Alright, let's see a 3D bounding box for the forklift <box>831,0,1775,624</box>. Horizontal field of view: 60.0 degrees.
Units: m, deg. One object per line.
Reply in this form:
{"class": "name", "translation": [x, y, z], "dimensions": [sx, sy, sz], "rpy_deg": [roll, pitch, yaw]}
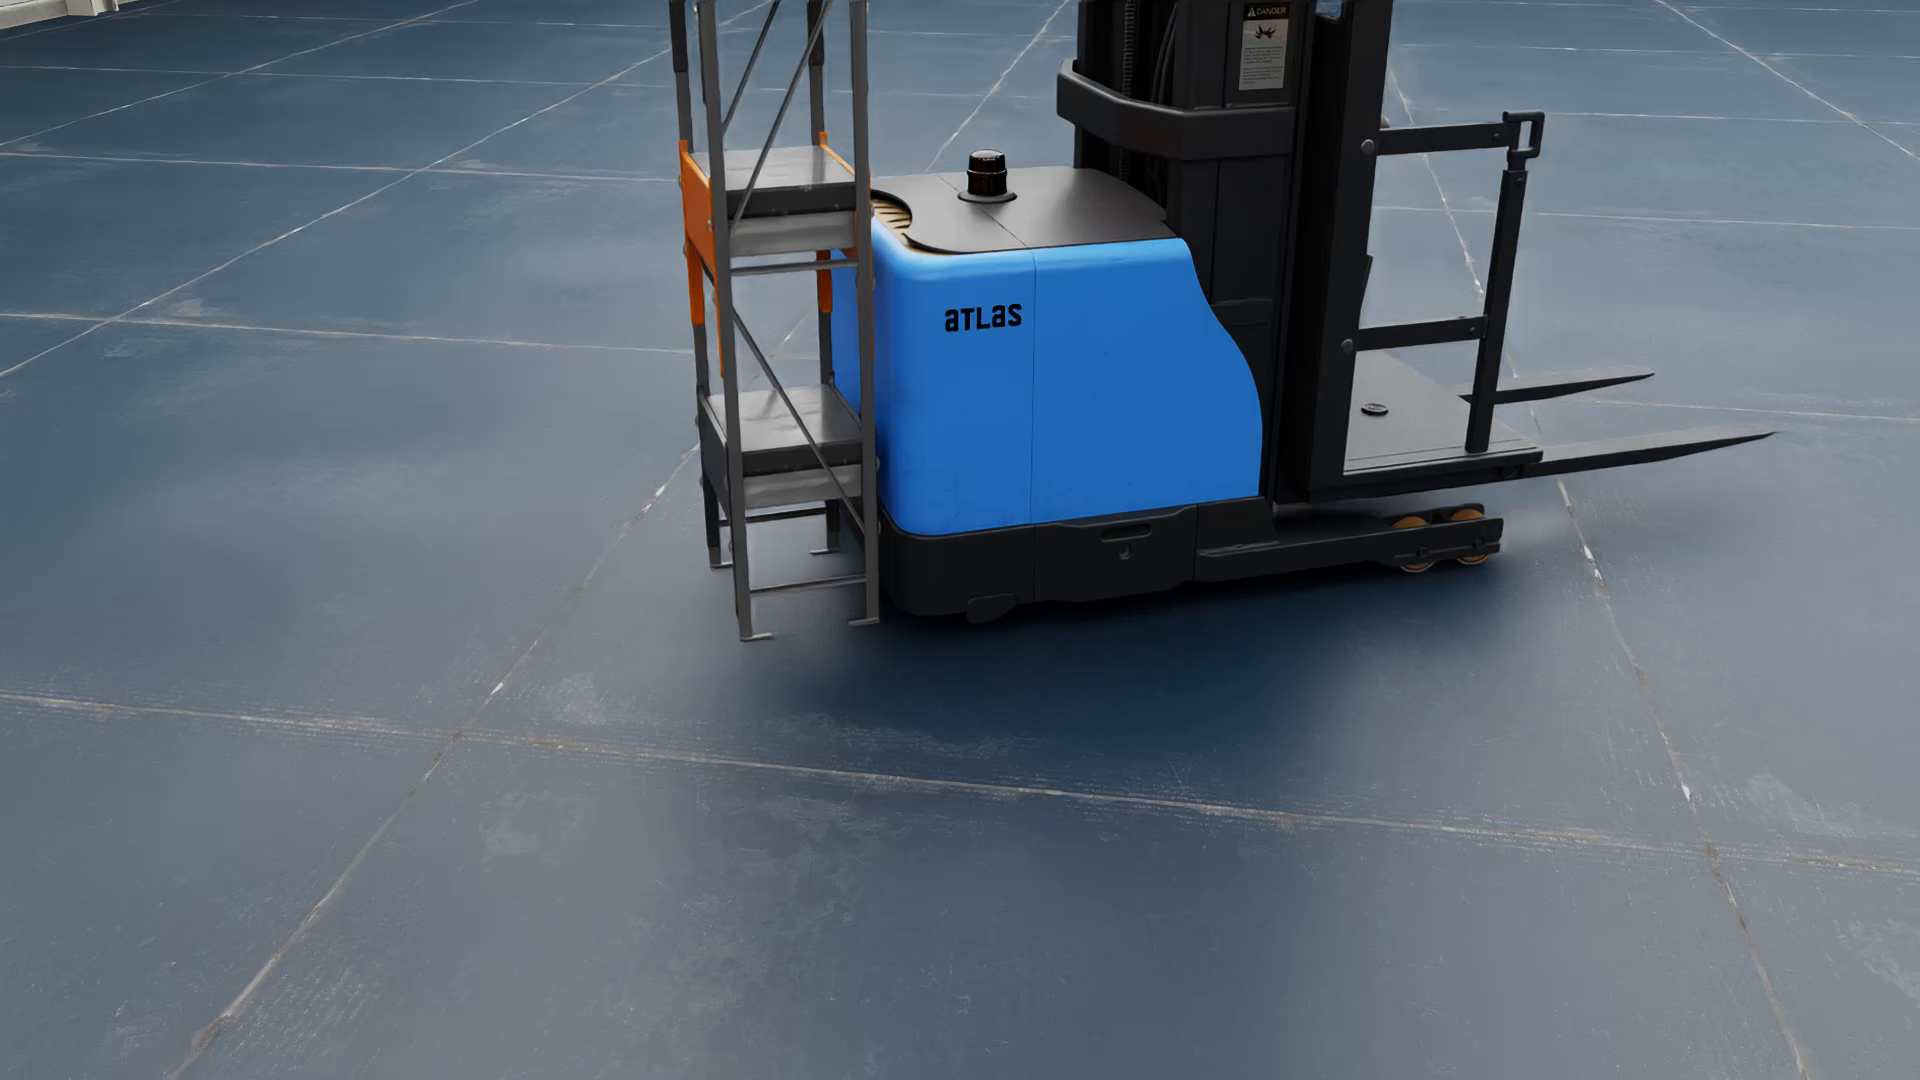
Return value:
{"class": "forklift", "translation": [1.146, -1.435, 4.858], "dimensions": [3.031, 2.935, 1.130], "rpy_deg": [-7, 26, -15]}

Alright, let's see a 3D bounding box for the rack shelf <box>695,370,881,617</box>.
{"class": "rack shelf", "translation": [-0.496, -0.144, 4.765], "dimensions": [0.431, 0.518, 0.480], "rpy_deg": [-8, 26, -16]}

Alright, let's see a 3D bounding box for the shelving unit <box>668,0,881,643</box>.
{"class": "shelving unit", "translation": [-0.496, -0.791, 4.462], "dimensions": [0.431, 2.100, 0.503], "rpy_deg": [-8, 26, -16]}

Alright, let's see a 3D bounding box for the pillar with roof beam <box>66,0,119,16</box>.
{"class": "pillar with roof beam", "translation": [-4.248, -8.944, 13.743], "dimensions": [9.100, 9.000, 0.400], "rpy_deg": [4, 25, 9]}

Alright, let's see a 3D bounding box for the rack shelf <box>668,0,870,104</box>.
{"class": "rack shelf", "translation": [-0.496, -1.412, 4.172], "dimensions": [0.431, 0.518, 0.480], "rpy_deg": [-8, 26, -16]}

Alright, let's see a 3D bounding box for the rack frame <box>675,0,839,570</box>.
{"class": "rack frame", "translation": [-0.569, -0.889, 4.673], "dimensions": [0.400, 2.100, 0.015], "rpy_deg": [-8, 26, -16]}

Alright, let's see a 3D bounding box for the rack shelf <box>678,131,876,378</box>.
{"class": "rack shelf", "translation": [-0.496, -0.778, 4.468], "dimensions": [0.431, 0.518, 0.480], "rpy_deg": [-8, 26, -16]}

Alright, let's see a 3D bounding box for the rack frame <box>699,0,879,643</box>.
{"class": "rack frame", "translation": [-0.423, -0.692, 4.252], "dimensions": [0.400, 2.100, 0.015], "rpy_deg": [-8, 26, -16]}
